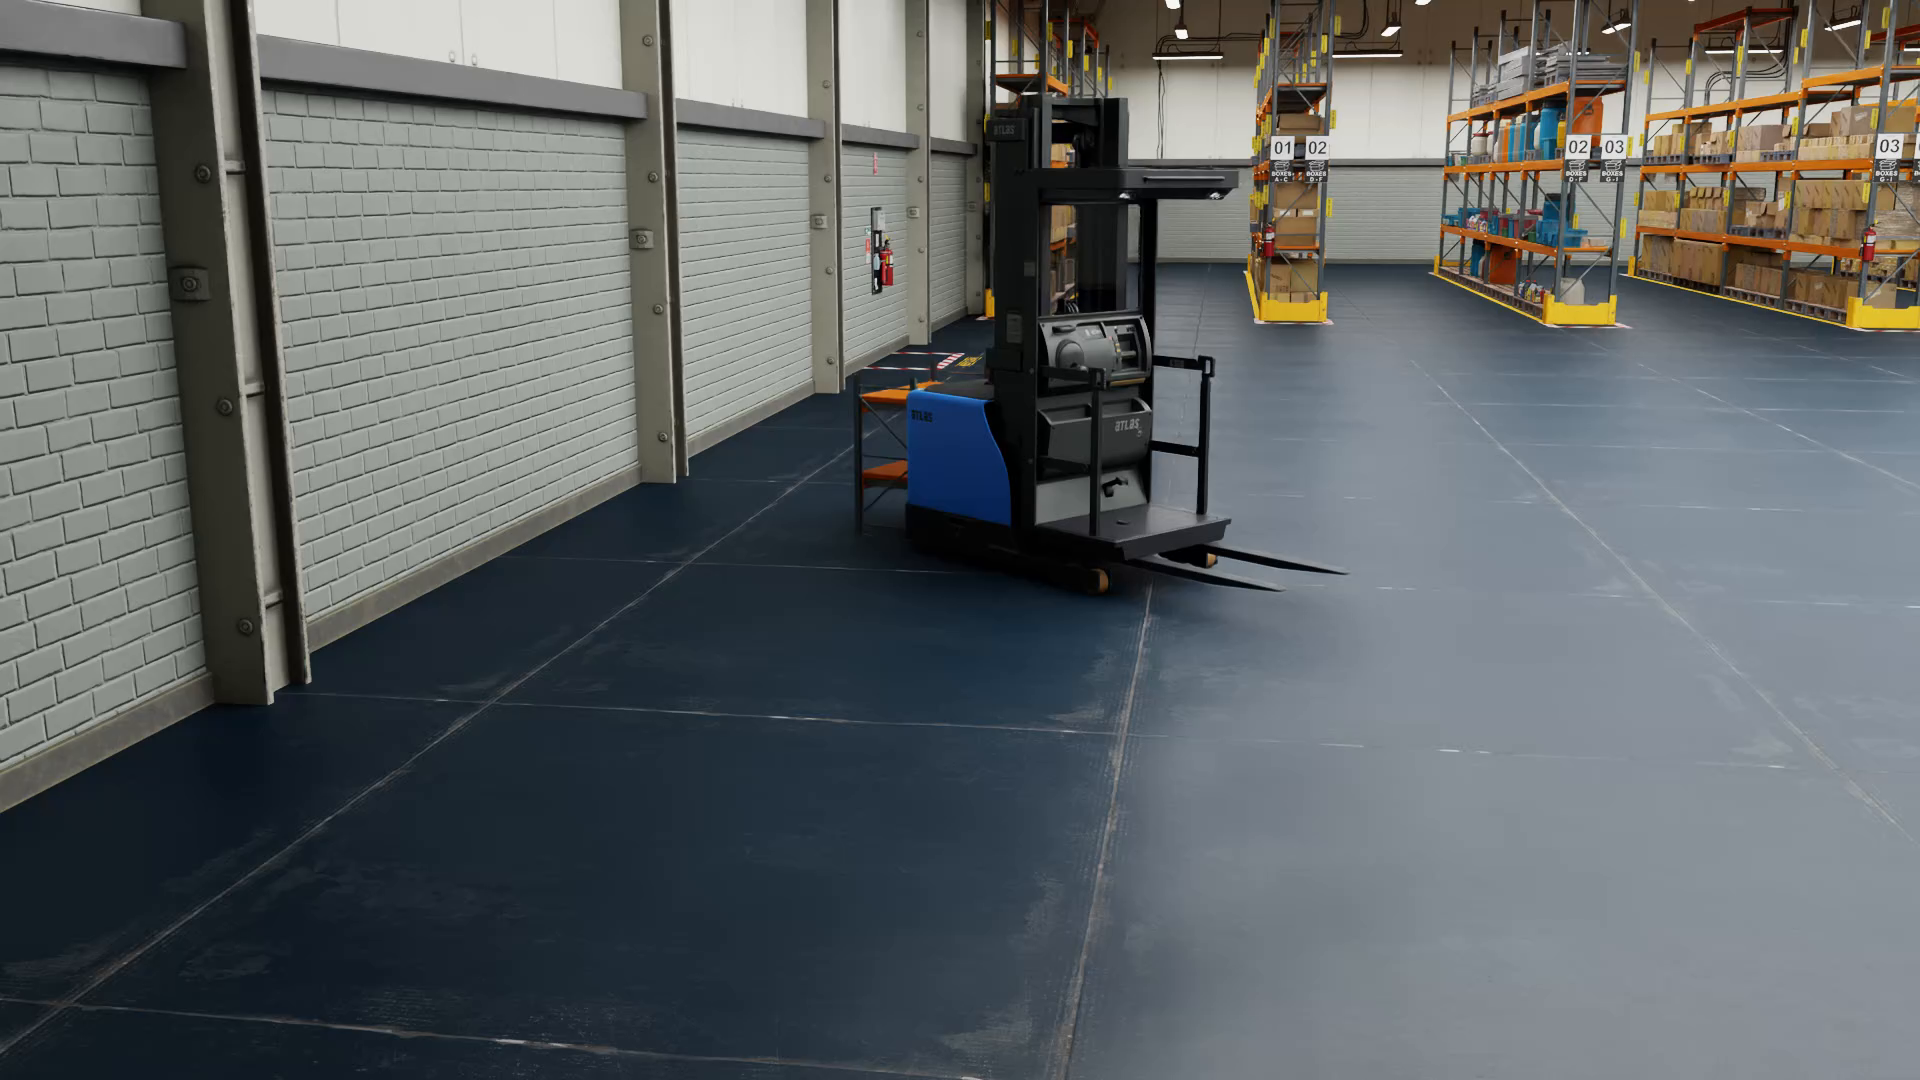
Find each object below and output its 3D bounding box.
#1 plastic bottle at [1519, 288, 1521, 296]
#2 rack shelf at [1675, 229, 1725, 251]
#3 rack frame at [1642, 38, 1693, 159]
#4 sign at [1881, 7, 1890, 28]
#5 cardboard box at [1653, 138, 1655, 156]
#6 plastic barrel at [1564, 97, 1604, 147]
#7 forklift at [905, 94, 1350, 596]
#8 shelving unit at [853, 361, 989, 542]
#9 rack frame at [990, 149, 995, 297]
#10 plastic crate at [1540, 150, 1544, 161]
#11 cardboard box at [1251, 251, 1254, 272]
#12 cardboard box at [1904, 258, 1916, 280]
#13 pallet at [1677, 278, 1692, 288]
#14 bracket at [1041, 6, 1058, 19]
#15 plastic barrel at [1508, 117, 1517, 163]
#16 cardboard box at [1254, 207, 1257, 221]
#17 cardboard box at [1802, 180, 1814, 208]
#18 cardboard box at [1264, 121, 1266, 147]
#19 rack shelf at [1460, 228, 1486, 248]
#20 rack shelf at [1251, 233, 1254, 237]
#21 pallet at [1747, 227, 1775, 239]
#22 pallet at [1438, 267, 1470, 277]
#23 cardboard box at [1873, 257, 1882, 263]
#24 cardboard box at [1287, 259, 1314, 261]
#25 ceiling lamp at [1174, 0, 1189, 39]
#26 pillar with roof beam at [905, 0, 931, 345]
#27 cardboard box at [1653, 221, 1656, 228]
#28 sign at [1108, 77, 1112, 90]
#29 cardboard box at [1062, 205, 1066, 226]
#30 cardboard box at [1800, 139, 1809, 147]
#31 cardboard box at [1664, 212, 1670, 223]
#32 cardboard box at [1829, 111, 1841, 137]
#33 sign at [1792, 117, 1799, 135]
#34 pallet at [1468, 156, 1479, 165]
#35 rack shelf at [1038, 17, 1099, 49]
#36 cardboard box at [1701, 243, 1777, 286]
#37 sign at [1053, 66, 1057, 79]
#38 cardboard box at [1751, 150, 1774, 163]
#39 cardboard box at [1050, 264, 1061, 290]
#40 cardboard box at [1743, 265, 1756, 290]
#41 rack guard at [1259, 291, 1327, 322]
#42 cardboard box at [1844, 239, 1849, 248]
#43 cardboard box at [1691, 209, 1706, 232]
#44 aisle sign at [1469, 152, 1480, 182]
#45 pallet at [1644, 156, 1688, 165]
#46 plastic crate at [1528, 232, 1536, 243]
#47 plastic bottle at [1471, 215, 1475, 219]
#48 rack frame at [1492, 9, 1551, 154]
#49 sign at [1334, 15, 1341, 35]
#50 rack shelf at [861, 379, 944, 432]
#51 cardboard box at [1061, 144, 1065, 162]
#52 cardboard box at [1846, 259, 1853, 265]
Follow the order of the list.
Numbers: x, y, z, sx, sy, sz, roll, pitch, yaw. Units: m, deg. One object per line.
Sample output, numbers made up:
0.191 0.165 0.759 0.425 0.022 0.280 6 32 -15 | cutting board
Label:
10.949 -4.839 32.425 0.097 0.201 0.097 0 12 0 | plastic bottle
17.264 -6.802 37.643 1.077 0.370 4.000 2 12 9 | rack shelf
18.186 -11.335 42.731 1.000 3.000 0.127 2 12 9 | rack frame
15.180 -8.561 27.264 0.100 0.325 0.005 2 12 9 | sign
18.159 -10.062 42.471 0.700 0.500 0.500 1 12 5 | cardboard box
10.781 -7.219 28.735 0.600 0.830 0.708 2 12 9 | plastic barrel
0.991 -1.220 10.198 1.130 2.935 3.031 -11 16 -41 | forklift
-0.254 -0.658 11.875 0.538 1.125 1.048 7 14 30 | shelving unit
1.043 -5.553 30.142 1.000 3.000 0.127 2 12 9 | rack frame
10.935 -7.108 30.739 0.336 0.188 0.450 2 12 9 | plastic crate
7.591 -7.013 41.802 0.500 0.500 0.500 2 12 9 | cardboard box
22.081 -6.226 38.201 0.500 0.500 0.500 2 12 11 | cardboard box
17.527 -6.044 39.036 1.003 0.211 1.213 2 12 9 | pallet
2.029 -12.280 38.569 0.076 0.066 4.783 2 12 9 | bracket
11.512 -8.162 33.935 0.600 0.901 0.708 2 12 9 | plastic barrel
7.446 -7.909 39.839 0.700 0.500 0.500 4 13 18 | cardboard box
15.945 -6.398 30.745 0.500 0.500 0.500 2 12 9 | cardboard box
6.215 -7.919 32.432 0.500 0.500 0.500 3 13 13 | cardboard box
12.370 -6.962 38.388 1.077 0.370 4.000 2 12 9 | rack shelf
8.091 -7.956 43.000 1.077 0.370 4.000 2 12 9 | rack shelf
16.692 -6.230 33.737 1.003 0.211 1.213 2 12 9 | pallet
13.127 -7.029 43.610 1.003 0.211 1.213 2 12 9 | pallet
22.353 -6.791 40.241 0.380 0.149 0.250 1 12 6 | cardboard box
6.536 -5.143 31.985 0.500 0.500 0.500 2 12 9 | cardboard box
5.532 -13.573 39.258 0.800 3.185 2.000 2 12 9 | ceiling lamp
3.626 -7.271 23.873 9.100 9.000 0.400 2 12 9 | pillar with roof beam
17.571 -7.896 41.610 0.380 0.149 0.250 2 12 7 | cardboard box
4.037 -12.292 44.763 0.100 0.325 0.005 2 12 9 | sign
1.819 -6.477 32.954 0.500 0.500 0.500 2 12 8 | cardboard box
15.986 -7.435 31.162 0.380 0.149 0.250 2 12 7 | cardboard box
17.457 -7.850 40.450 0.500 0.250 0.500 2 12 10 | cardboard box
16.524 -7.708 30.888 0.500 0.500 0.500 2 12 7 | cardboard box
15.792 -7.833 31.440 0.100 0.325 0.005 2 12 9 | sign
12.653 -8.938 39.176 1.213 0.211 1.003 2 12 9 | pallet
2.580 -11.841 38.895 1.077 0.370 4.000 2 12 9 | rack shelf
17.083 -6.047 36.478 1.225 0.875 0.875 1 12 6 | cardboard box
2.343 -11.541 41.093 0.100 0.325 0.005 2 12 9 | sign
16.483 -7.826 33.926 0.500 0.250 0.500 2 12 10 | cardboard box
1.754 -5.533 34.936 0.700 0.500 0.500 2 12 11 | cardboard box
16.800 -5.474 34.664 0.700 0.500 0.500 1 12 4 | cardboard box
5.934 -4.167 29.641 1.175 0.500 0.348 2 12 9 | rack guard
15.646 -5.172 28.970 0.380 0.149 0.250 2 12 9 | cardboard box
17.100 -7.322 38.113 0.500 0.500 0.500 2 12 7 | cardboard box
13.593 -9.839 43.859 0.394 0.787 0.004 2 12 9 | aisle sign
18.083 -9.671 42.338 1.003 0.211 1.213 2 12 9 | pallet
10.959 -5.688 31.270 0.450 0.188 0.662 2 12 9 | plastic crate
12.297 -7.635 39.918 0.144 0.351 0.185 2 12 9 | plastic bottle
12.062 -9.830 35.748 1.000 3.000 0.127 2 12 9 | rack frame
6.485 -8.841 28.564 0.100 0.325 0.005 2 12 9 | sign
-0.254 -0.944 11.813 0.538 0.278 1.000 7 14 30 | rack shelf
1.824 -7.797 33.150 0.500 0.500 0.500 2 12 10 | cardboard box
22.640 -7.022 42.021 0.380 0.149 0.250 2 12 8 | cardboard box
